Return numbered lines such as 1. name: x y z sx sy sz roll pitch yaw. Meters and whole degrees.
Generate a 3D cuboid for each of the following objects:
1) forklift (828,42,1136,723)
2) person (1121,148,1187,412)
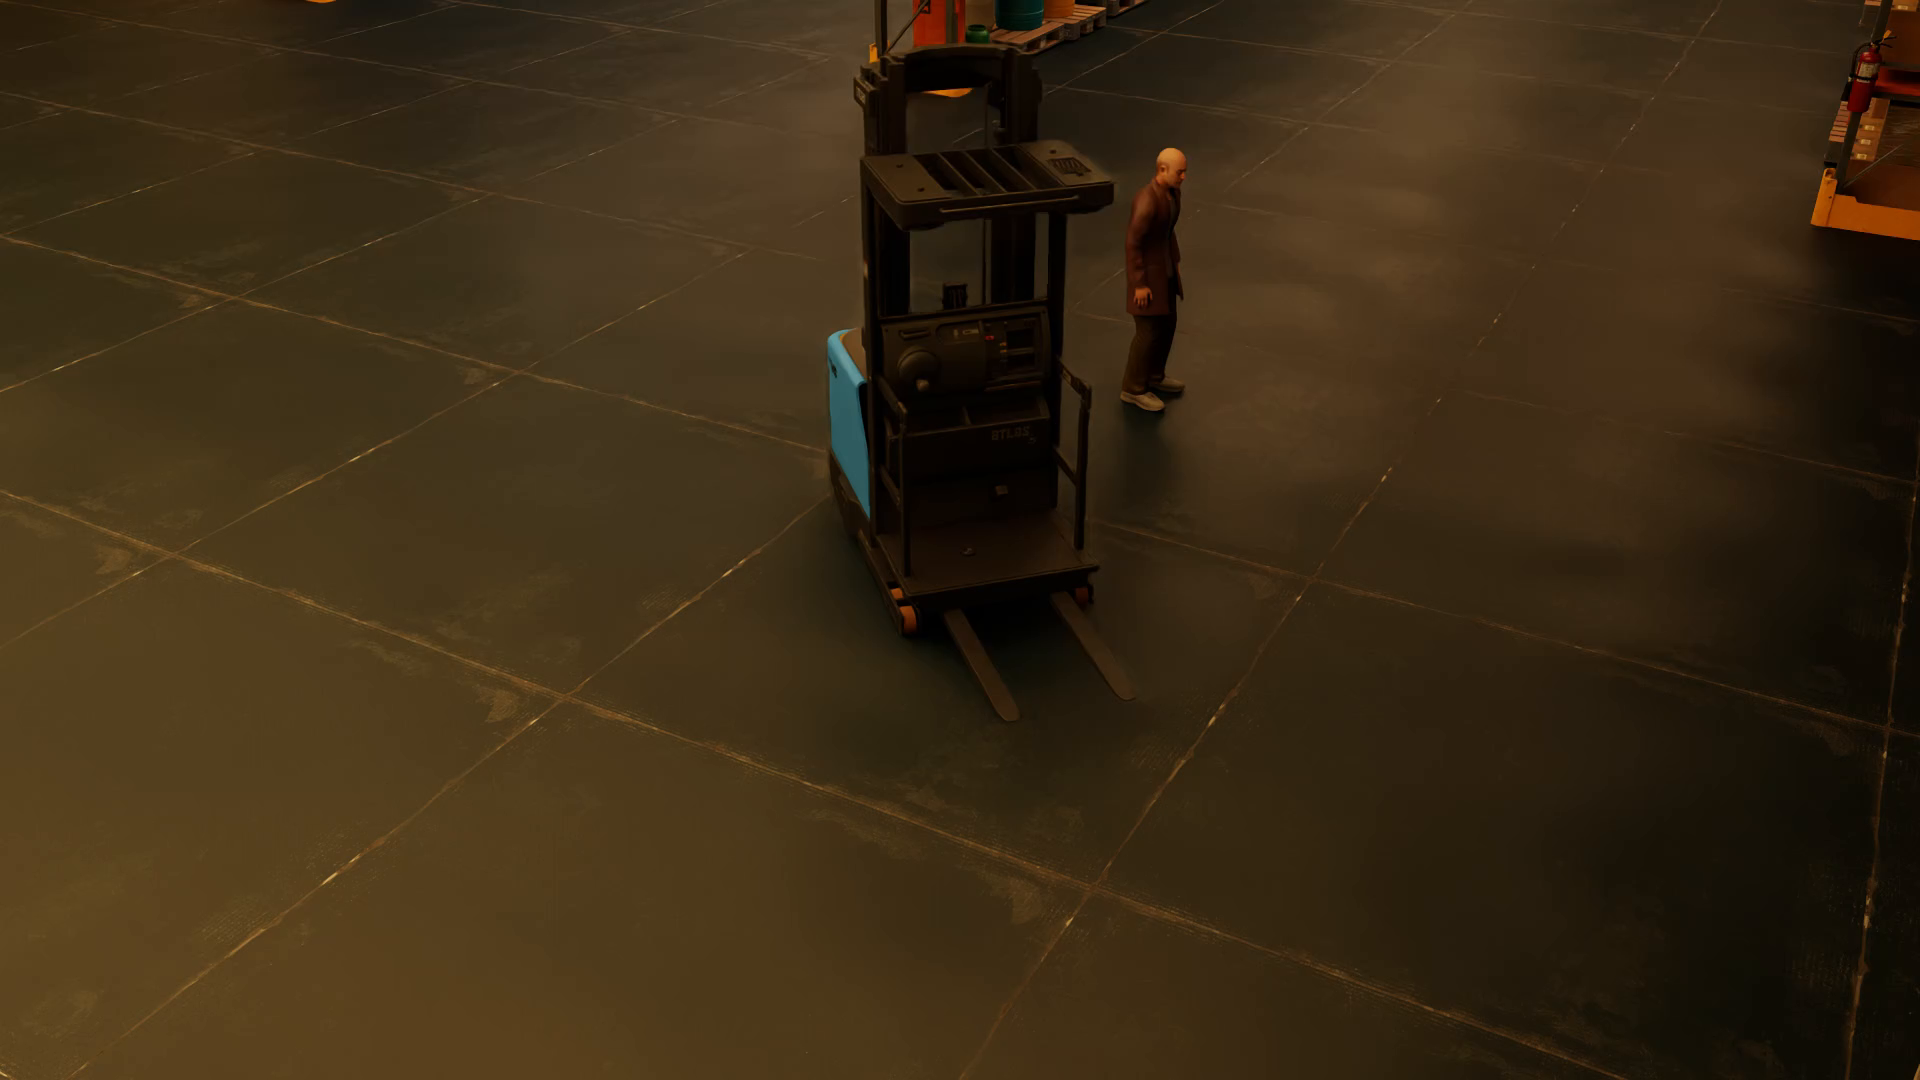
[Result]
1. forklift: 0.105 -0.969 8.749 1.130 2.935 3.031 -9 31 -15
2. person: 1.344 -1.801 11.350 0.438 1.772 0.659 16 34 26
